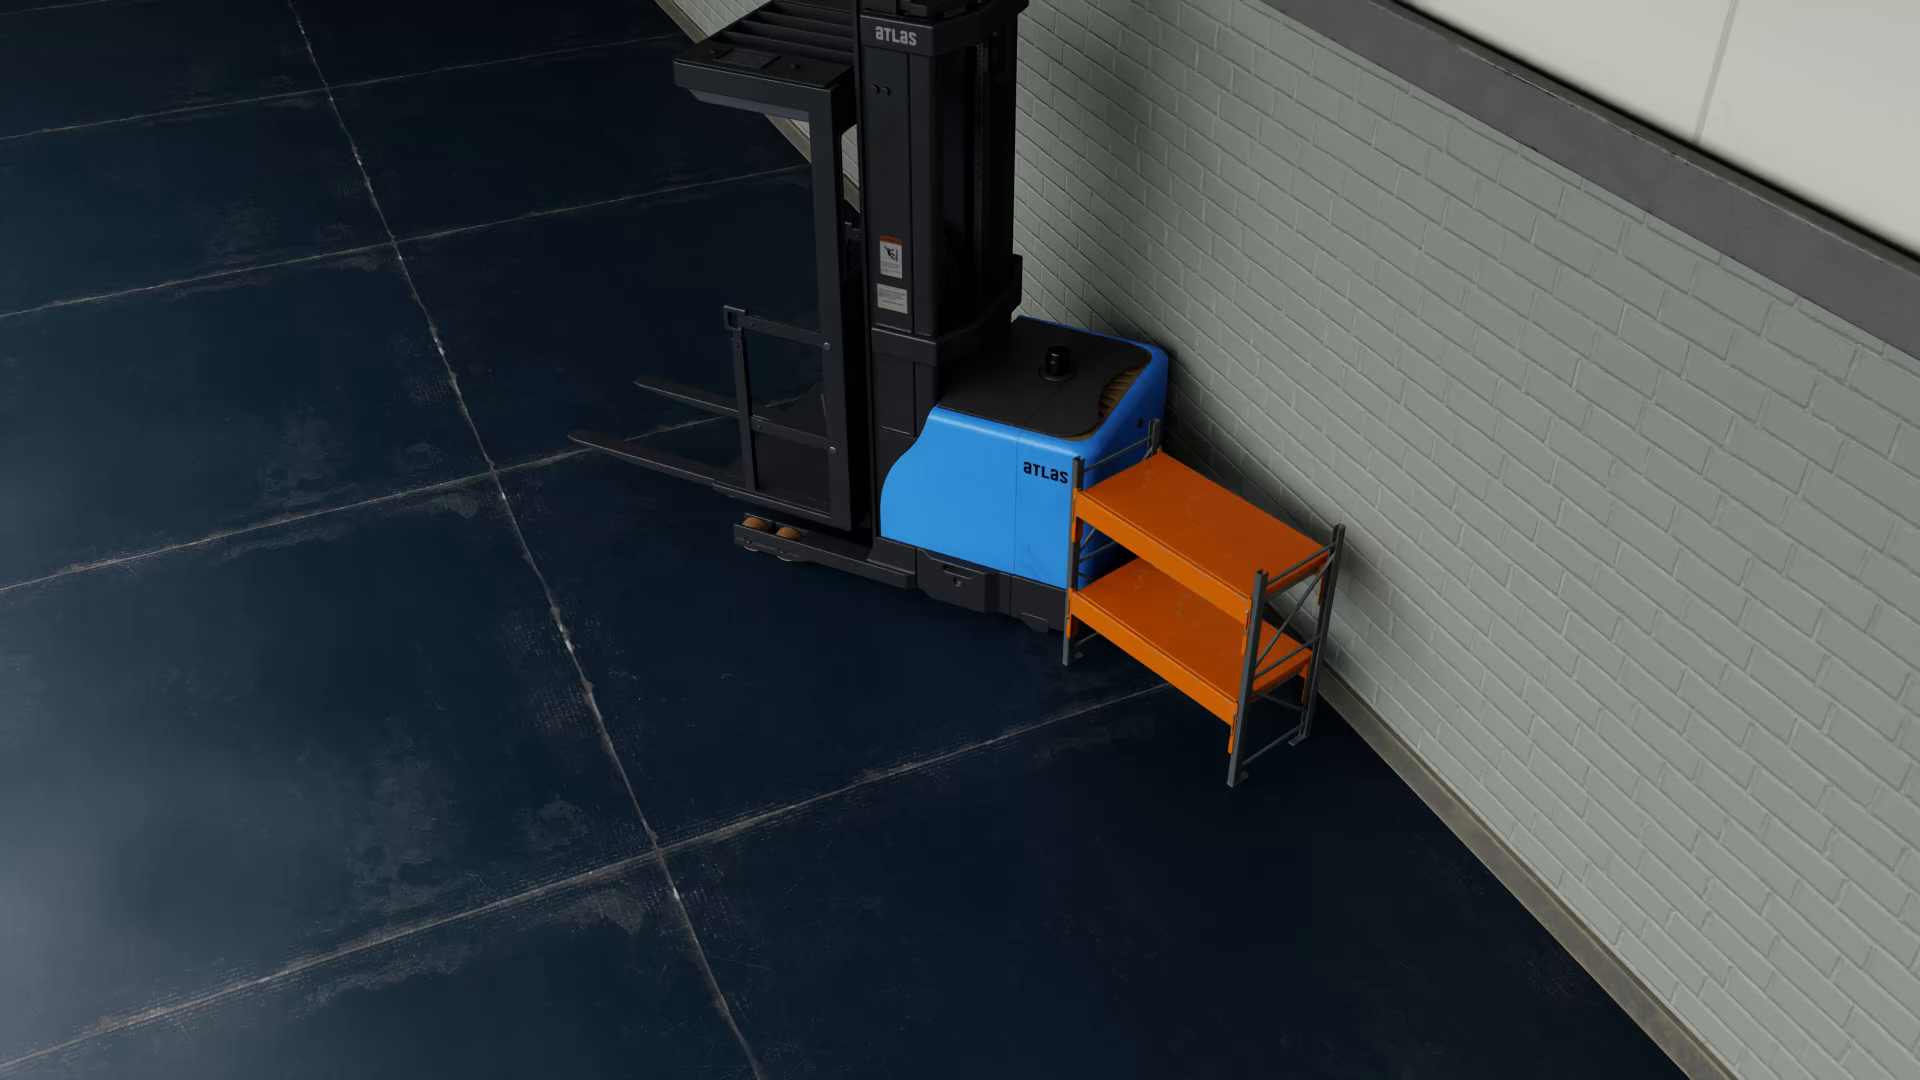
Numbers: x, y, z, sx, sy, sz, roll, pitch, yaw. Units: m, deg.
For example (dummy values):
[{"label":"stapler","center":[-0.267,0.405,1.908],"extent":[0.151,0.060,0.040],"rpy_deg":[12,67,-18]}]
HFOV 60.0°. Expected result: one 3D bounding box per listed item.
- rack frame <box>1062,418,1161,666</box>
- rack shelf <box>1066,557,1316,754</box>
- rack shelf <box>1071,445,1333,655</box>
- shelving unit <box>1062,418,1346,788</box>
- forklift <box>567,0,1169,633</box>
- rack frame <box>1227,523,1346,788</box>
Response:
[{"label":"rack frame","center":[0.671,0.024,7.417],"extent":[0.500,1.125,0.032],"rpy_deg":[-27,44,-31]},{"label":"rack shelf","center":[0.999,0.452,7.250],"extent":[0.538,0.278,1.000],"rpy_deg":[-27,44,-31]},{"label":"rack shelf","center":[0.999,0.020,6.930],"extent":[0.538,0.278,1.000],"rpy_deg":[-27,44,-31]},{"label":"shelving unit","center":[0.999,0.255,7.105],"extent":[0.538,1.125,1.048],"rpy_deg":[-27,44,-31]},{"label":"forklift","center":[-0.563,-1.338,7.736],"extent":[3.031,2.935,1.130],"rpy_deg":[16,39,20]},{"label":"rack frame","center":[1.326,0.487,6.792],"extent":[0.500,1.125,0.032],"rpy_deg":[-27,44,-31]}]
